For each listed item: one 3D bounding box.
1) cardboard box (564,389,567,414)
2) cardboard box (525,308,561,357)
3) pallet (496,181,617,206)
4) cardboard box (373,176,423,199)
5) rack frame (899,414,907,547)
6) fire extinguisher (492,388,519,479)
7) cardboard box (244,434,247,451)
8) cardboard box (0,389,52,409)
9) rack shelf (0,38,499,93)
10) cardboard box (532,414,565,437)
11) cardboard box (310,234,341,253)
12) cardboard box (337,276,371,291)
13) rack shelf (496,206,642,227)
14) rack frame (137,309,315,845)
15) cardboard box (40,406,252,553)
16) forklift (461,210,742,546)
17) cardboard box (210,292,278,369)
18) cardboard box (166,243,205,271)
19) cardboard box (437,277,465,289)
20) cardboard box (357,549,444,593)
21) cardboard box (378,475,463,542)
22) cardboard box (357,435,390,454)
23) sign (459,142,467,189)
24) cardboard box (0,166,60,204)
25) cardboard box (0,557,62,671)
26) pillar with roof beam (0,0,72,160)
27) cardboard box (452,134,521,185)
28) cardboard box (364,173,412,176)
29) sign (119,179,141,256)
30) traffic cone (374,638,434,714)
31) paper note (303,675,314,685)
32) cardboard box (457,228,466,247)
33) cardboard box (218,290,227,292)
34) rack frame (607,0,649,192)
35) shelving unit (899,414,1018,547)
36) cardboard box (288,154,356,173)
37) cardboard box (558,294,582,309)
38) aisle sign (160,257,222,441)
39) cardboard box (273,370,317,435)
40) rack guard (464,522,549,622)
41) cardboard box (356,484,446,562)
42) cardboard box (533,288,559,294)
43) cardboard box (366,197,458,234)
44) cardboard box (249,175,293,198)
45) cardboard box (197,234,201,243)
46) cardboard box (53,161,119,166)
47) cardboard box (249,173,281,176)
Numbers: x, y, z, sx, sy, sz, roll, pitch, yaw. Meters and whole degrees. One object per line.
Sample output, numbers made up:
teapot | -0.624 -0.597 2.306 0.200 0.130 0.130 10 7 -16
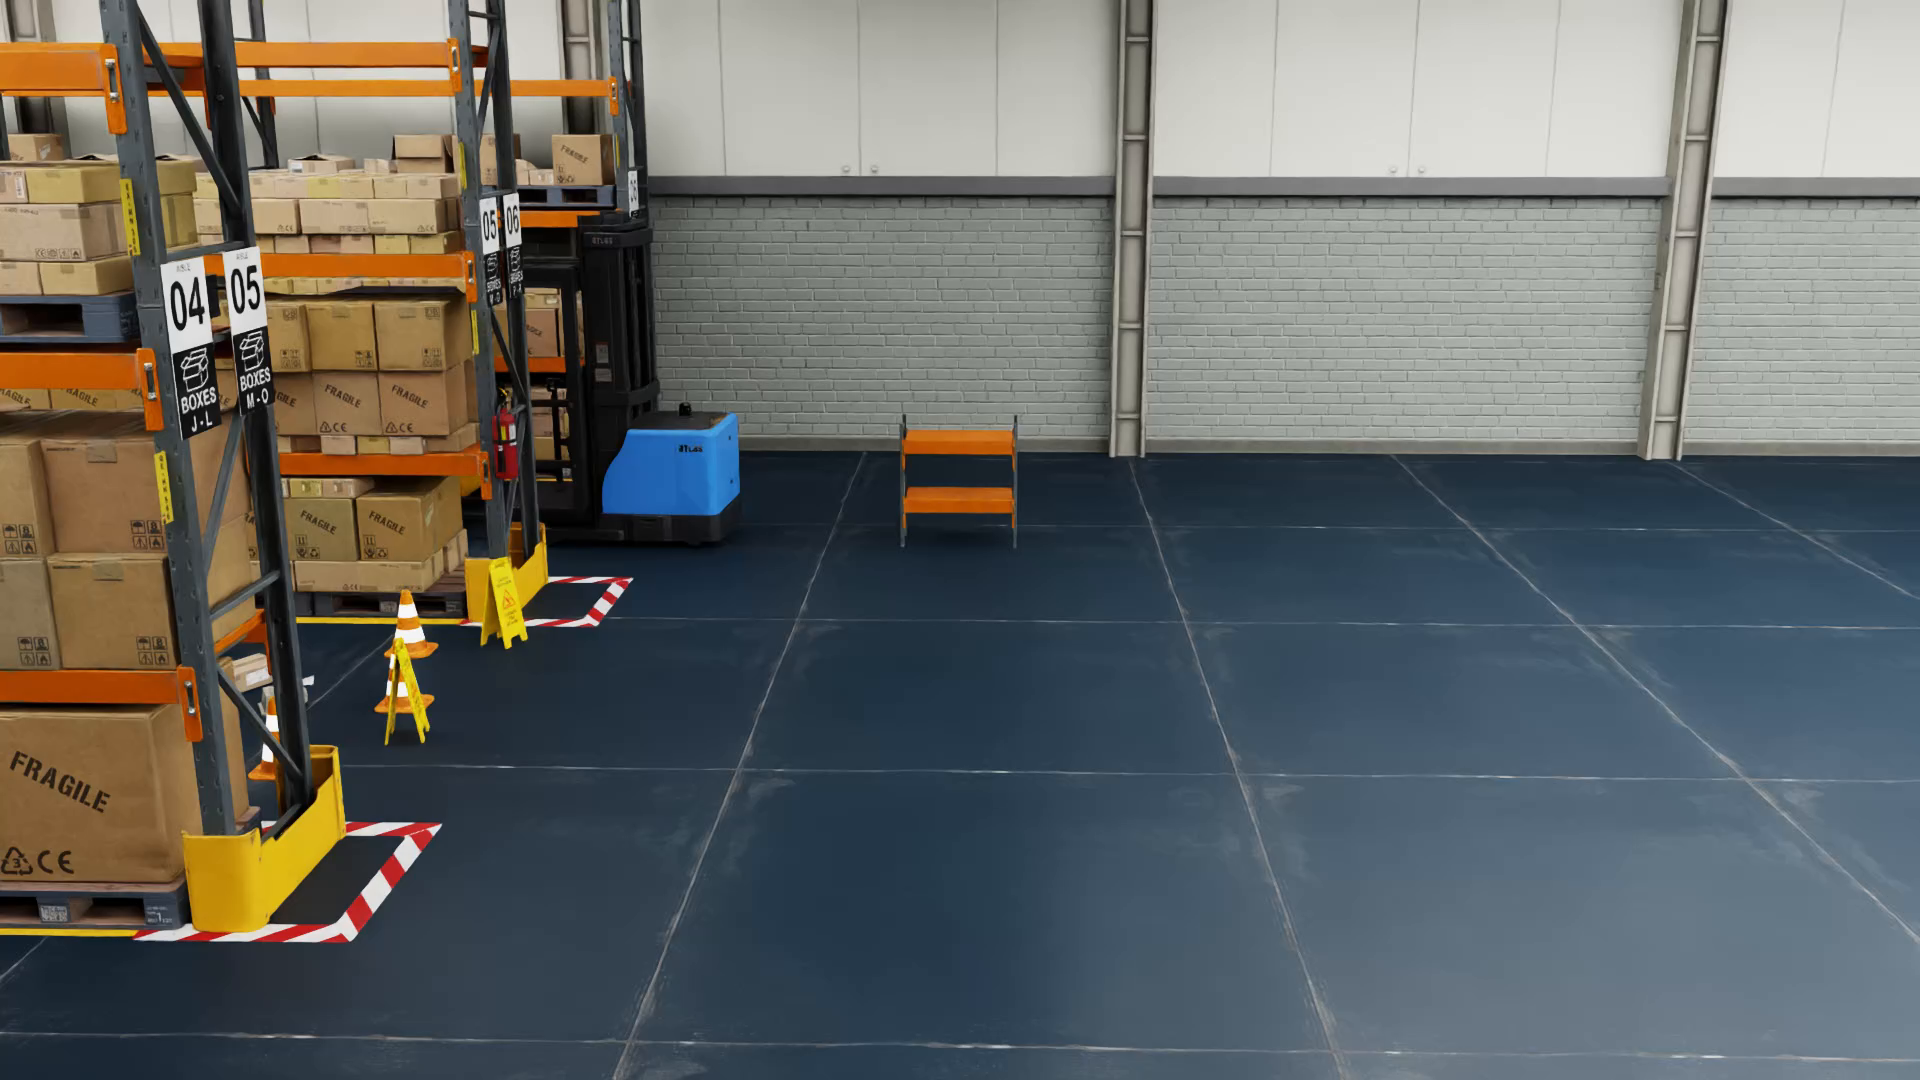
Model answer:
cardboard box | -3.897 -1.510 17.700 0.500 0.250 0.500 1 15 3
cardboard box | -4.446 -2.220 17.587 0.500 0.500 0.500 1 15 3
pallet | -4.135 -3.648 17.491 1.213 0.211 1.003 0 15 1
cardboard box | -4.154 -2.616 12.336 0.250 0.149 0.380 1 15 2
rack frame | -0.515 -0.547 15.119 0.032 1.125 0.500 0 15 1
fire extinguisher | -3.449 -0.808 12.584 0.183 0.674 0.296 0 15 1
cardboard box | -5.458 -0.805 12.913 0.250 0.149 0.380 0 15 1
cardboard box | -7.118 -1.108 12.790 0.500 0.500 0.500 0 15 1
rack shelf | -5.551 -3.528 12.398 4.000 0.370 1.077 0 15 1
cardboard box | -4.424 -1.274 17.786 0.500 0.250 0.500 0 15 1
cardboard box | -4.681 -2.246 12.495 0.250 0.149 0.380 0 15 2
cardboard box | -6.342 -2.678 17.468 0.250 0.149 0.380 1 15 3
rack shelf | -5.428 -3.345 17.579 4.000 0.370 1.077 0 15 1
rack frame | -3.577 0.299 8.235 0.127 3.000 1.000 0 15 1
cardboard box | -3.947 -0.307 8.125 0.550 0.550 0.875 0 15 1
forklift | -3.617 -1.496 15.175 3.031 2.935 1.130 1 15 5
cardboard box | -5.581 -1.608 12.725 0.500 0.500 0.700 0 15 1
cardboard box | -3.912 -1.365 8.136 0.250 0.149 0.380 0 15 2
cardboard box | -5.326 -2.692 17.524 0.250 0.149 0.380 1 15 2
cardboard box | -4.391 0.226 13.080 0.500 0.250 0.500 0 15 1
cardboard box | -4.375 -0.275 13.511 0.500 0.500 0.500 0 15 0
cardboard box | -4.443 -0.770 12.783 0.250 0.149 0.380 0 15 0
sign | -3.586 -2.701 11.991 0.005 0.325 0.100 0 15 1
cardboard box | -4.172 -1.584 7.404 0.250 0.149 0.380 0 15 2
cardboard box | -4.499 0.238 8.174 0.550 0.550 0.875 0 15 1
pillar with roof beam | -10.210 -4.306 13.930 0.400 9.000 9.100 0 15 1
cardboard box | -4.899 -3.952 17.256 0.500 0.500 0.700 0 15 2
cardboard box | -4.402 -2.747 12.832 0.250 0.149 0.380 0 15 1
sign | -3.605 -1.402 7.225 0.005 0.325 0.100 0 15 1
traffic cone | -3.703 0.875 11.028 0.334 0.463 0.336 0 15 1
paper note | -4.547 0.974 11.500 0.142 0.019 0.148 -5 16 -18
cardboard box | -3.875 -2.377 12.994 0.250 0.149 0.380 0 15 1
cardboard box | -7.774 -2.563 17.617 0.250 0.149 0.380 1 15 3
rack frame | -3.429 -5.130 17.055 0.127 3.000 1.000 0 15 1
shelving unit | -0.007 -0.544 15.107 1.048 1.125 0.538 0 15 1
cardboard box | -6.602 -3.847 17.225 0.500 0.311 0.500 1 15 3
cardboard box | -4.039 -2.516 17.440 0.250 0.149 0.380 1 15 2
aisle sign | -3.514 -0.881 7.612 0.004 0.787 0.394 0 15 1
cardboard box | -5.102 -1.098 12.751 0.500 0.500 0.500 0 15 1
rack guard | -3.628 0.245 13.343 0.348 0.500 1.175 0 15 1
cardboard box | -4.359 -0.138 12.991 0.500 0.500 0.500 0 15 2
cardboard box | -4.302 -2.672 17.448 0.250 0.149 0.380 1 15 3
cardboard box | -4.070 -2.420 12.373 0.500 0.250 0.500 0 15 1
cardboard box | -5.167 -2.640 12.426 0.250 0.149 0.380 0 15 0
cardboard box | -5.701 -2.244 12.486 0.250 0.149 0.380 0 15 2
cardboard box | -4.153 -1.752 8.039 0.250 0.149 0.380 0 15 2
cardboard box | -5.422 -2.750 12.844 0.250 0.149 0.380 1 15 3
